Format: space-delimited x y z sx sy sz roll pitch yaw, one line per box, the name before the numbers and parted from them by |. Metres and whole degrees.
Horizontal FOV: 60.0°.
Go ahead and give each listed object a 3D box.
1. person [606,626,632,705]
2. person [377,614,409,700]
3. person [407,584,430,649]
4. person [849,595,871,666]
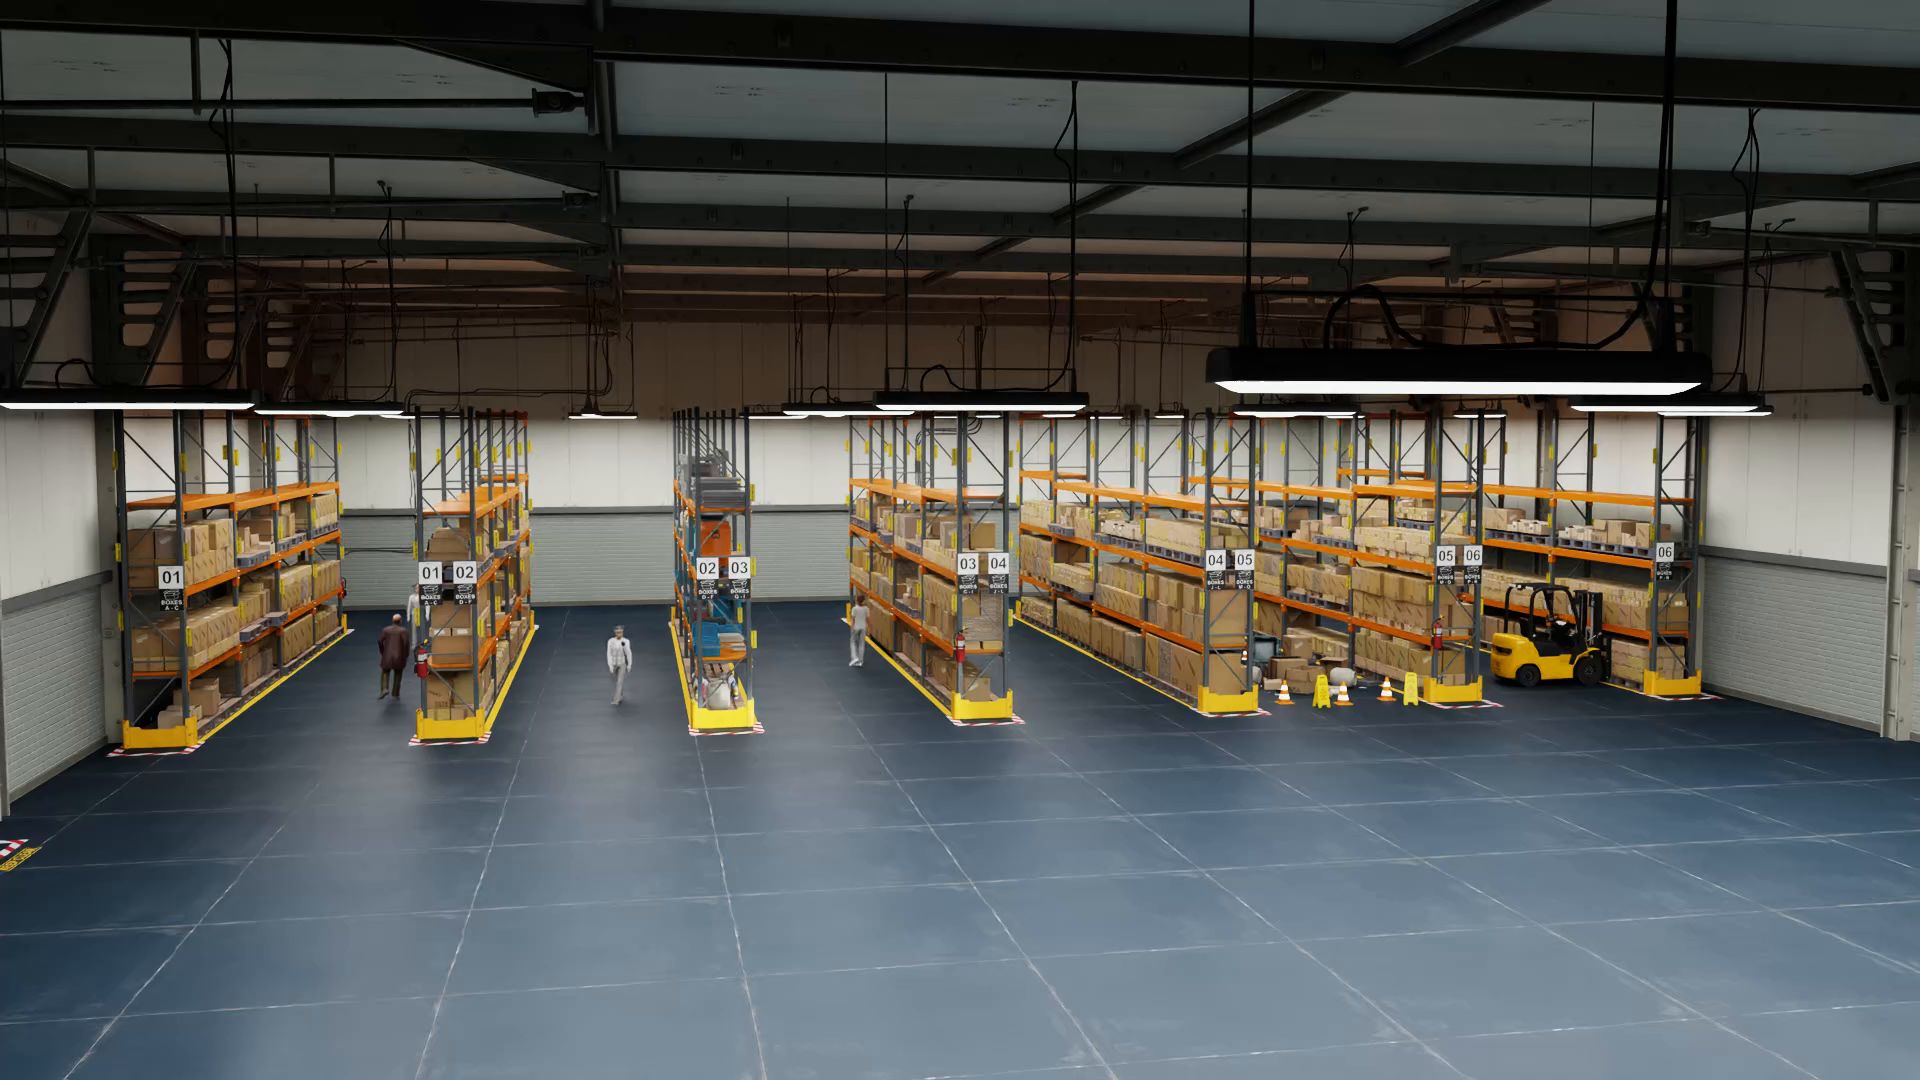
person | -6.924 2.522 33.687 0.464 1.578 1.097 0 4 2
person | -11.637 2.388 34.141 0.631 1.682 0.703 -1 4 -8
person | -13.693 1.903 42.006 0.575 1.619 1.031 -1 4 -10
person | -2.349 2.126 38.946 0.506 1.706 0.403 -1 4 -11
